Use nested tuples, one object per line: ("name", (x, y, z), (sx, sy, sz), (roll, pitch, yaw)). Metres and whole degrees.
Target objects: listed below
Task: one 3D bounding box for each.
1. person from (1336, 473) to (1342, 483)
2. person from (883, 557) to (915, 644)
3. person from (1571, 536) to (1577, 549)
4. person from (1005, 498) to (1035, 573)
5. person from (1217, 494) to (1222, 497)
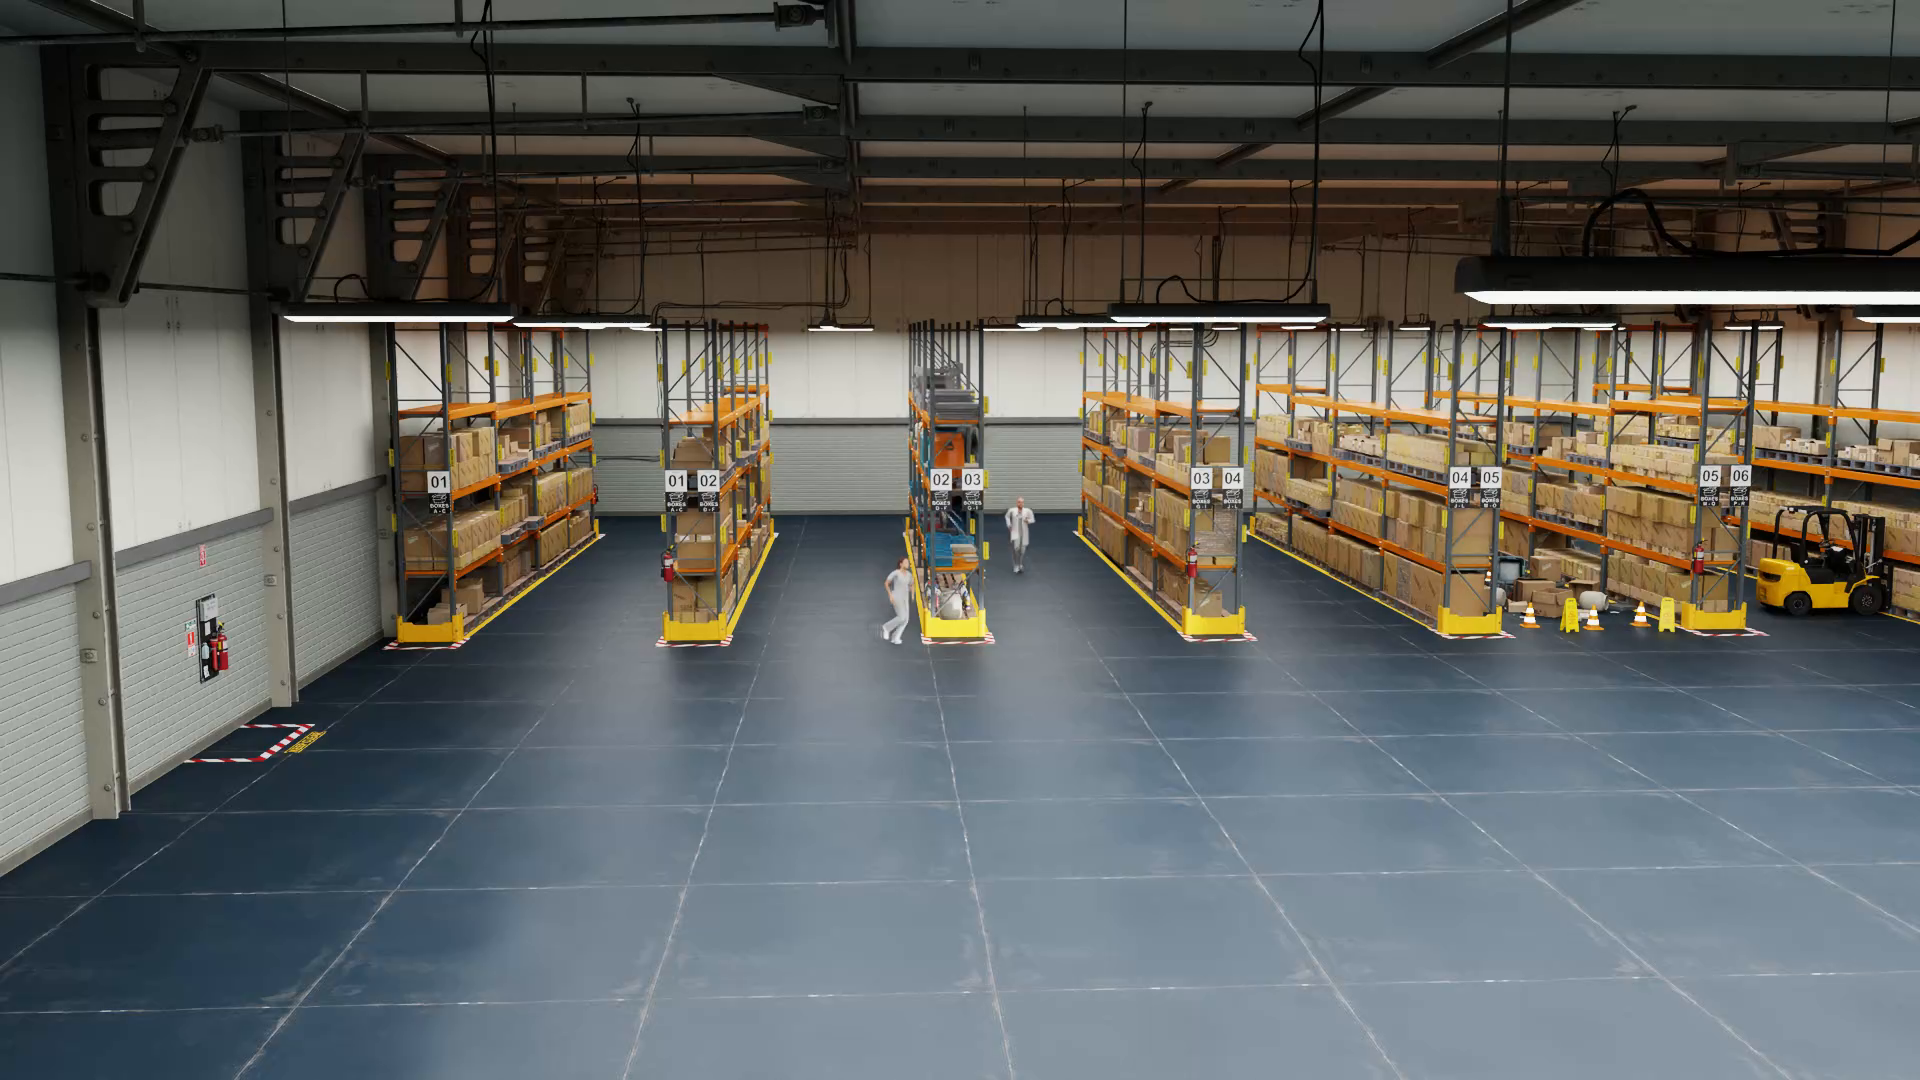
("person", (11.094, -1.157, 49.050), (0.644, 1.652, 0.547), (-1, 7, -10))
("person", (-1.090, 1.108, 30.941), (0.522, 1.610, 0.597), (7, 10, 44))
("person", (15.777, -0.333, 42.795), (0.529, 1.554, 0.549), (-1, 7, -7))
("person", (1.460, -0.116, 40.323), (0.683, 1.825, 0.859), (-1, 7, -6))
("person", (7.243, -0.861, 46.447), (0.734, 1.726, 0.565), (0, 7, 2))
